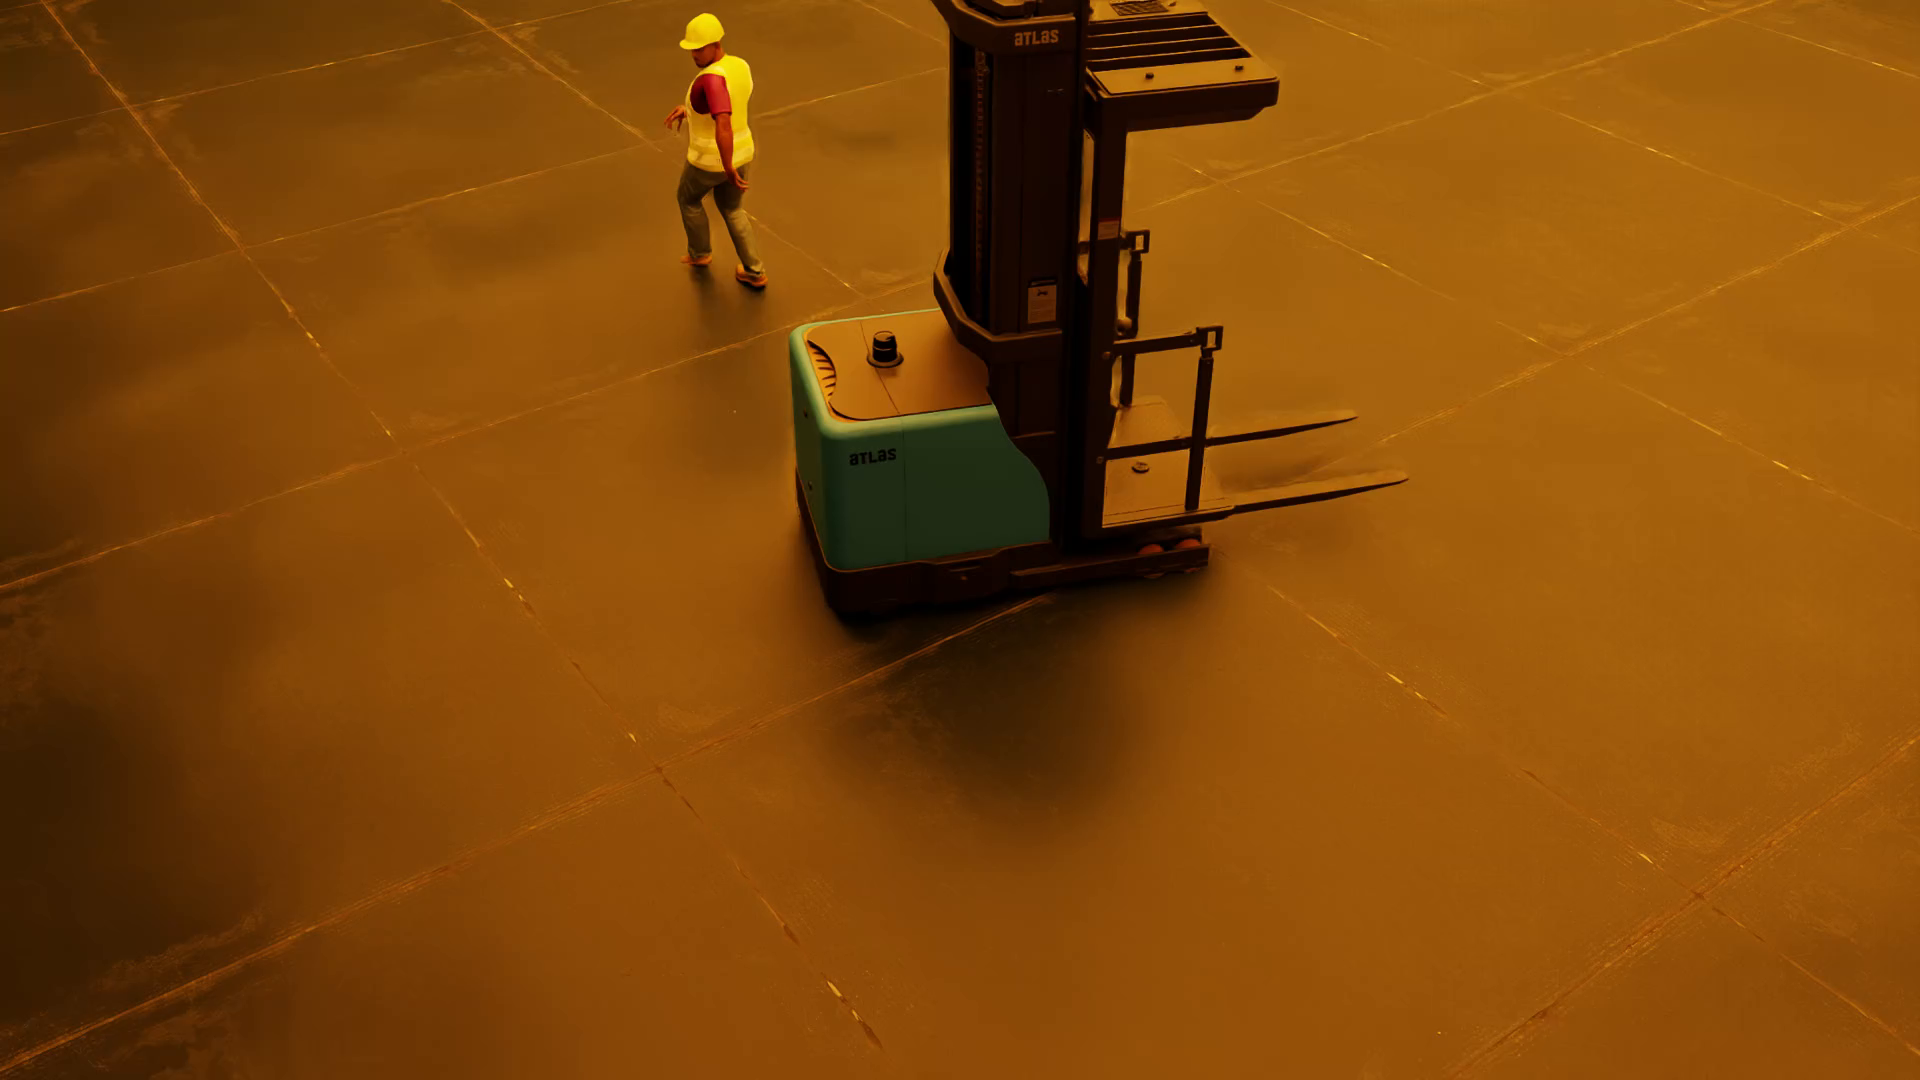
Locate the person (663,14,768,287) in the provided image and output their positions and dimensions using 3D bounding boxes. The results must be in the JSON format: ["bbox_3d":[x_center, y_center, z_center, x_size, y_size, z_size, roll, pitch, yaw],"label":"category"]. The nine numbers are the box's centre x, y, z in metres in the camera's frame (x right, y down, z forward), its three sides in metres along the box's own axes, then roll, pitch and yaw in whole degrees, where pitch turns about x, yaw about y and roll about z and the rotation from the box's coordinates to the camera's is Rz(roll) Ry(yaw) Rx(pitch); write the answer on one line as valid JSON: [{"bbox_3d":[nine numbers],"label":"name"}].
[{"bbox_3d":[-1.474,-2.367,10.220,0.936,1.738,0.604,26,44,31],"label":"person"}]

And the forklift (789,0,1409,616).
[{"bbox_3d":[0.738,-1.287,7.685,3.031,2.935,1.130,-8,37,-11],"label":"forklift"}]
